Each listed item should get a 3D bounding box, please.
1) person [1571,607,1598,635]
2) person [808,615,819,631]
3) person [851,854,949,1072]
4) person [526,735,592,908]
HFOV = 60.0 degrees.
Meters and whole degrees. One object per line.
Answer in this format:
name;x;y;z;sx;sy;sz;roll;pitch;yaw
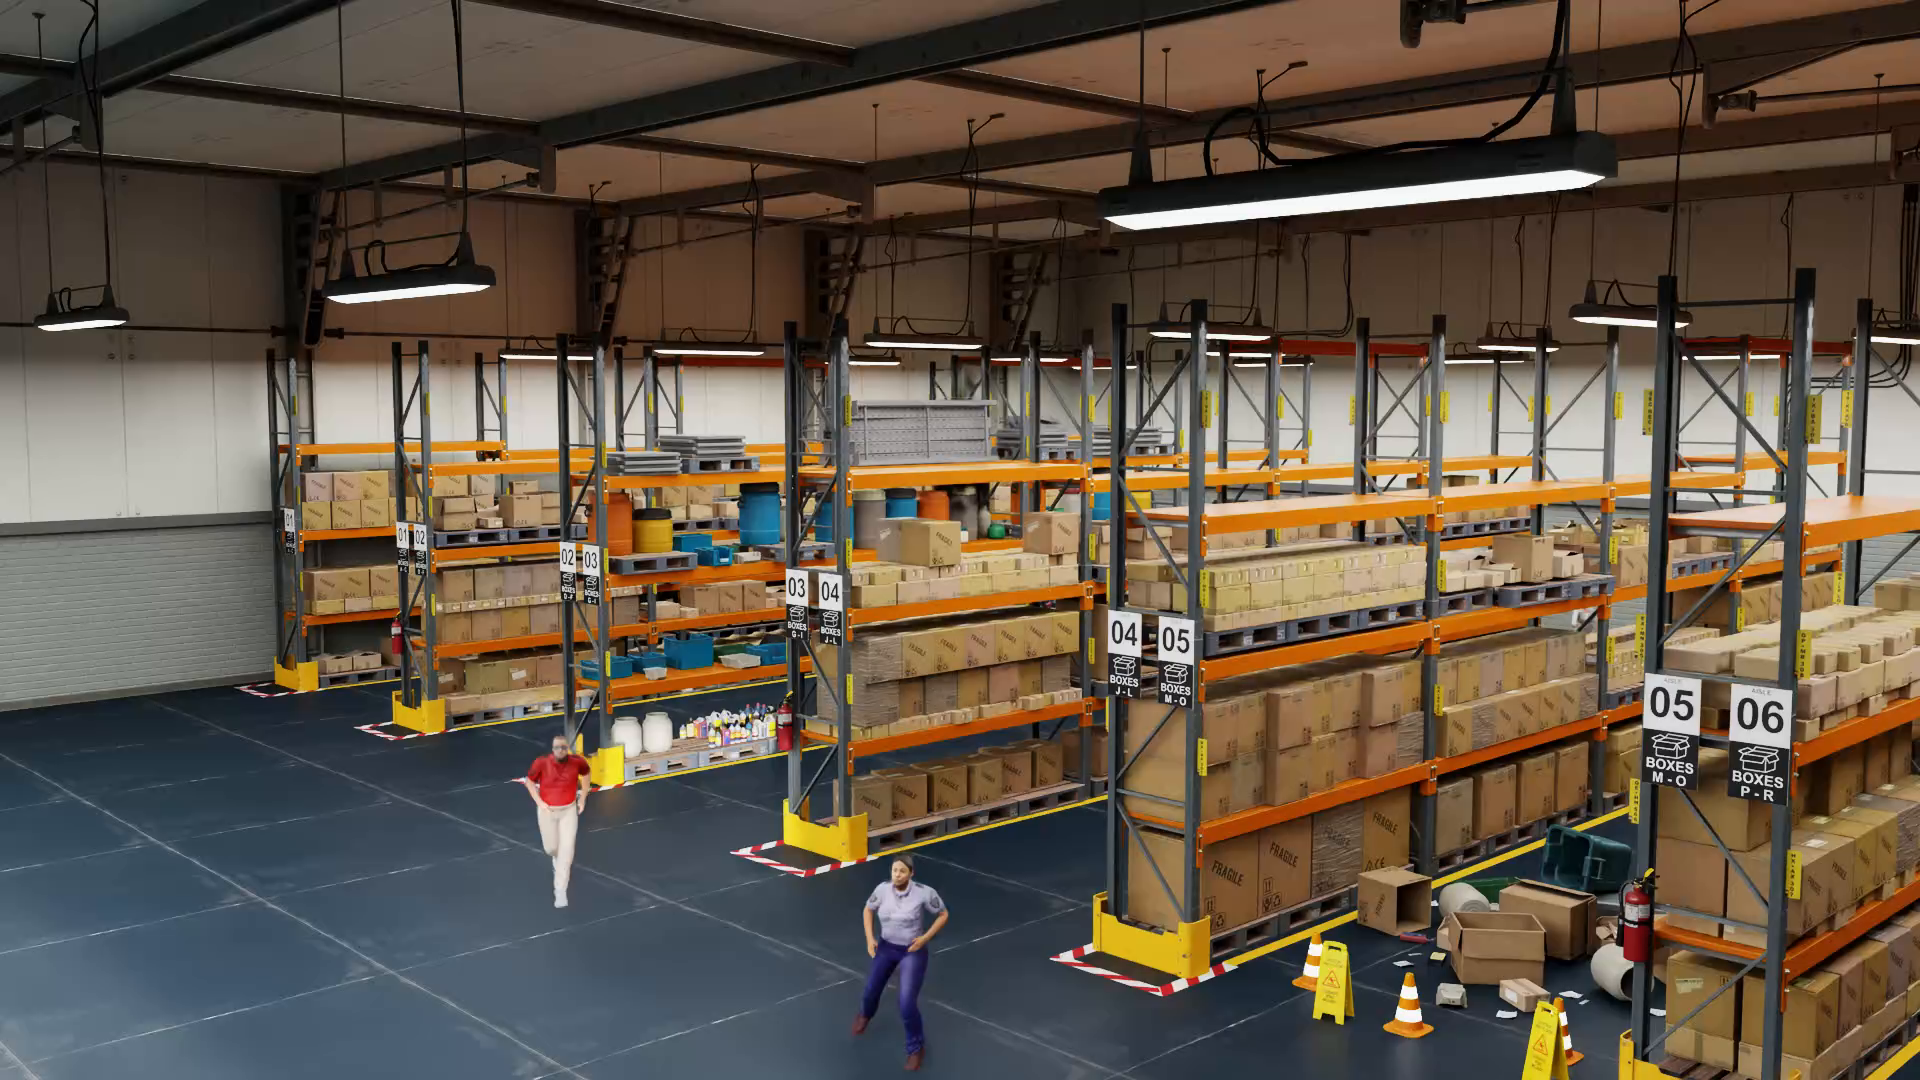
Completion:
person;11.426;1.749;30.335;0.573;1.549;0.708;0;5;2
person;-2.901;1.372;33.951;0.713;1.738;0.683;4;6;37
person;-0.507;3.259;13.051;0.851;1.652;0.700;1;5;15
person;-4.159;2.841;17.269;0.662;1.727;1.077;-1;5;-12
